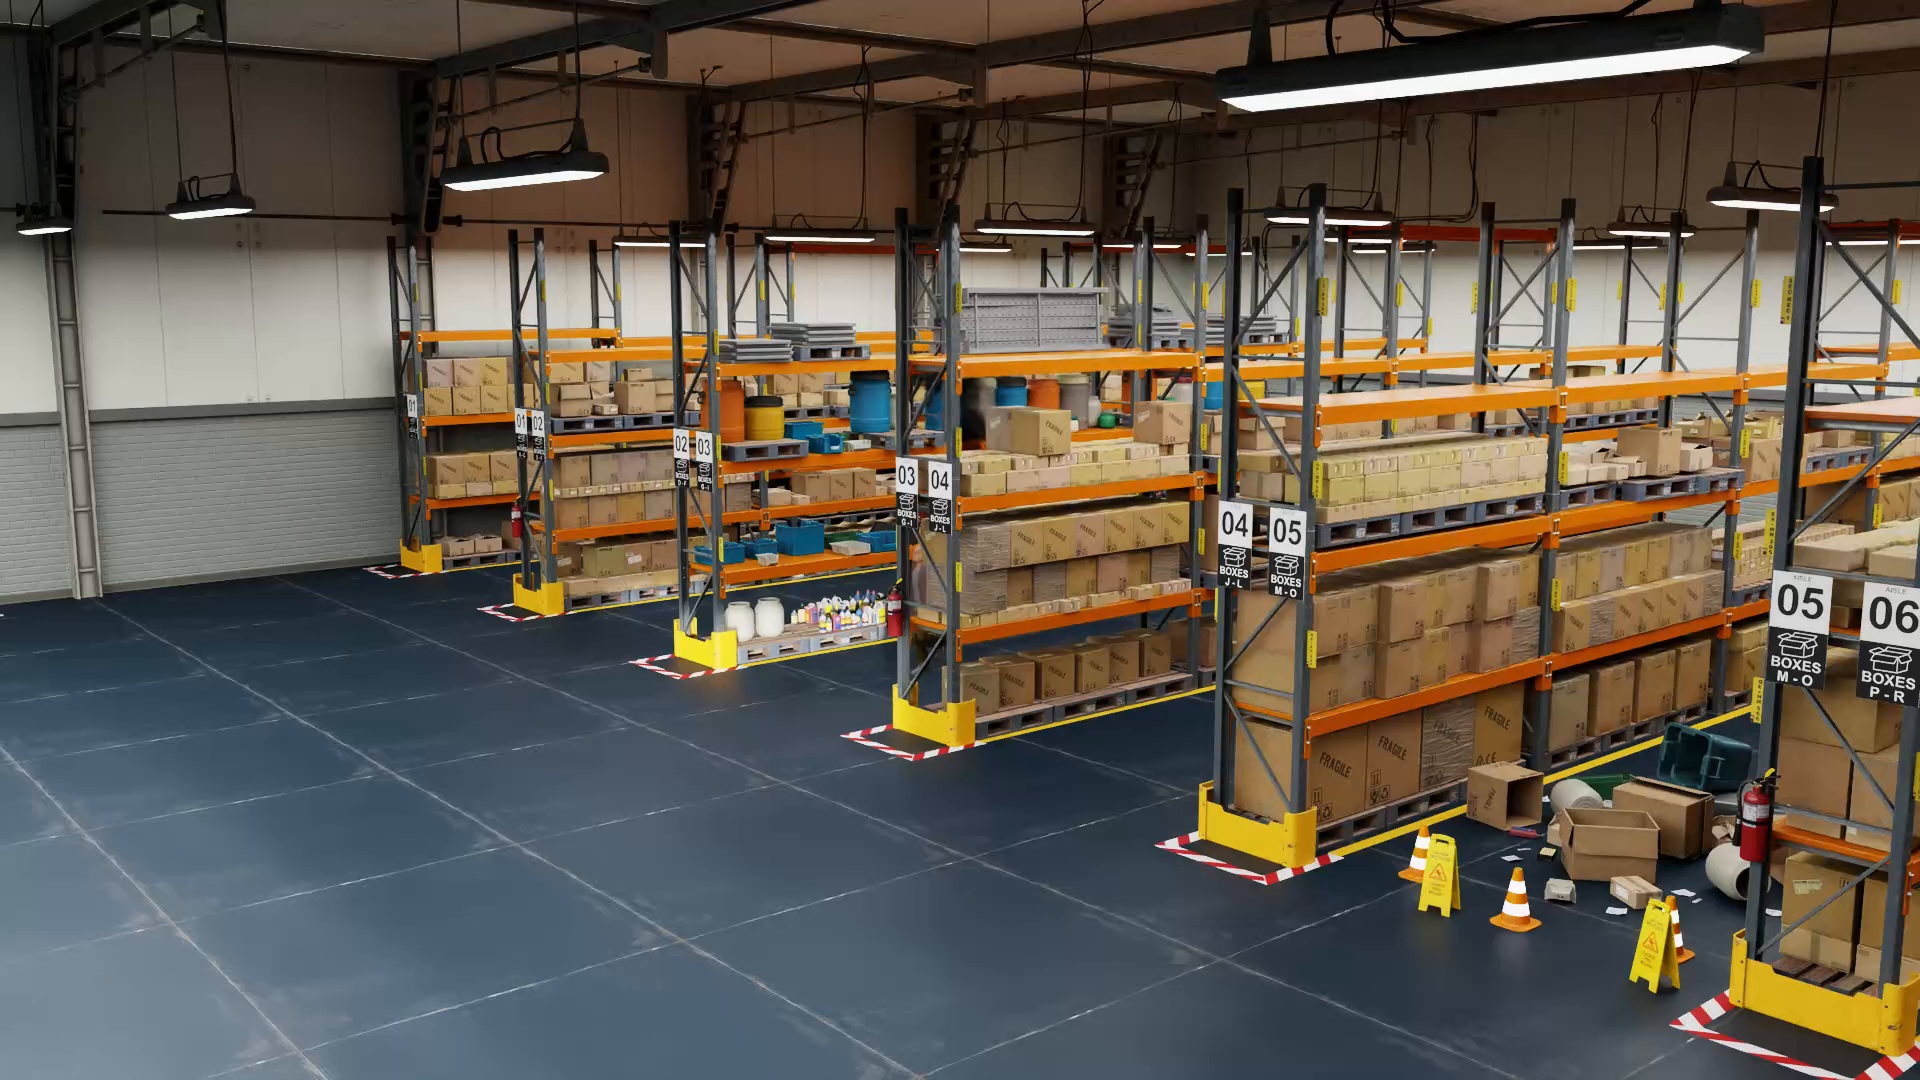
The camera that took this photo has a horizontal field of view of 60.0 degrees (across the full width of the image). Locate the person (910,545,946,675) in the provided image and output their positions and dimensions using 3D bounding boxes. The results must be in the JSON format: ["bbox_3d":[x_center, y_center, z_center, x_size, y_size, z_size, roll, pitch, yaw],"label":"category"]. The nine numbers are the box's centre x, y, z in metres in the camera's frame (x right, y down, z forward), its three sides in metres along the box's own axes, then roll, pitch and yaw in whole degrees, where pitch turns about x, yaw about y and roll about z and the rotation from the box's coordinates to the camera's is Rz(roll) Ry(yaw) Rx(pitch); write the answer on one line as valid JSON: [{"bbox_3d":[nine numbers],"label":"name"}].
[{"bbox_3d":[-0.462,0.921,22.160,0.723,1.748,0.713,7,11,38],"label":"person"}]
